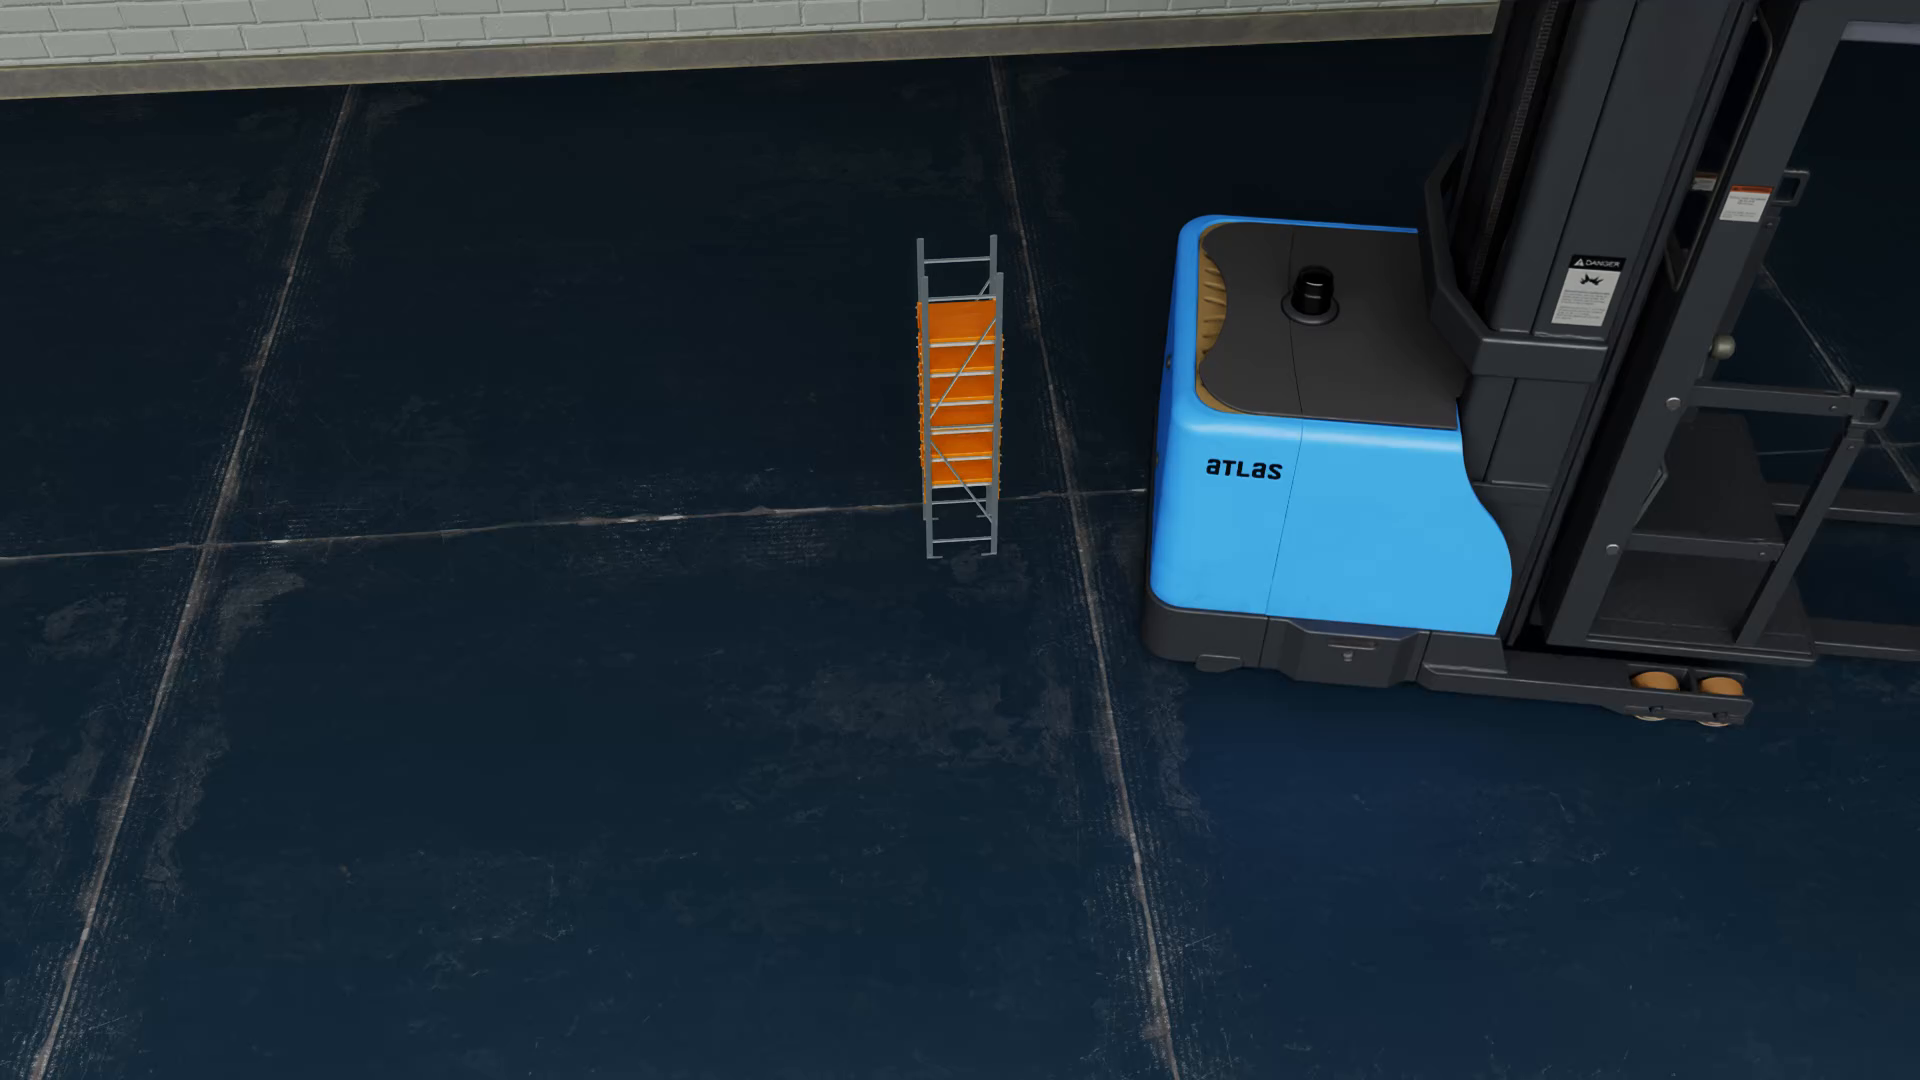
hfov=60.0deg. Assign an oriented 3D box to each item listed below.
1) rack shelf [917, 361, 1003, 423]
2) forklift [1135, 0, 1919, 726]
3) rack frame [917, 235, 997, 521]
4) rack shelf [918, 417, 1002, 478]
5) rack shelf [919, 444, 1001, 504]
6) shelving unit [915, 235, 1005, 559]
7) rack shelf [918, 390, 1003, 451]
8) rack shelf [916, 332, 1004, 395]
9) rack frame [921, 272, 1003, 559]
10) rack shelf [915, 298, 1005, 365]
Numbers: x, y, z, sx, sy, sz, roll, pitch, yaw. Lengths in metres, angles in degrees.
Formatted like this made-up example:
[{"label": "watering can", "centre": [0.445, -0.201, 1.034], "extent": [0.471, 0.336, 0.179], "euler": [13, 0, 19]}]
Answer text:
[{"label": "rack shelf", "centre": [-0.001, -0.475, 5.269], "extent": [0.258, 0.103, 0.180], "euler": [-3, 47, -3]}, {"label": "forklift", "centre": [2.118, -0.837, 4.524], "extent": [3.031, 2.935, 1.130], "euler": [5, 47, 5]}, {"label": "rack frame", "centre": [-0.009, -0.489, 5.387], "extent": [0.240, 1.200, 0.006], "euler": [-3, 47, -3]}, {"label": "rack shelf", "centre": [-0.001, -0.310, 5.444], "extent": [0.258, 0.103, 0.180], "euler": [-3, 47, -3]}, {"label": "rack shelf", "centre": [-0.001, -0.227, 5.531], "extent": [0.258, 0.103, 0.180], "euler": [-3, 47, -3]}, {"label": "shelving unit", "centre": [-0.001, -0.423, 5.324], "extent": [0.258, 1.200, 0.189], "euler": [-3, 47, -3]}, {"label": "rack shelf", "centre": [-0.001, -0.392, 5.357], "extent": [0.258, 0.103, 0.180], "euler": [-3, 47, -3]}, {"label": "rack shelf", "centre": [-0.001, -0.558, 5.182], "extent": [0.258, 0.103, 0.180], "euler": [-3, 47, -3]}, {"label": "rack frame", "centre": [0.006, -0.357, 5.262], "extent": [0.240, 1.200, 0.006], "euler": [-3, 47, -3]}, {"label": "rack shelf", "centre": [-0.001, -0.640, 5.095], "extent": [0.258, 0.103, 0.180], "euler": [-3, 47, -3]}]
